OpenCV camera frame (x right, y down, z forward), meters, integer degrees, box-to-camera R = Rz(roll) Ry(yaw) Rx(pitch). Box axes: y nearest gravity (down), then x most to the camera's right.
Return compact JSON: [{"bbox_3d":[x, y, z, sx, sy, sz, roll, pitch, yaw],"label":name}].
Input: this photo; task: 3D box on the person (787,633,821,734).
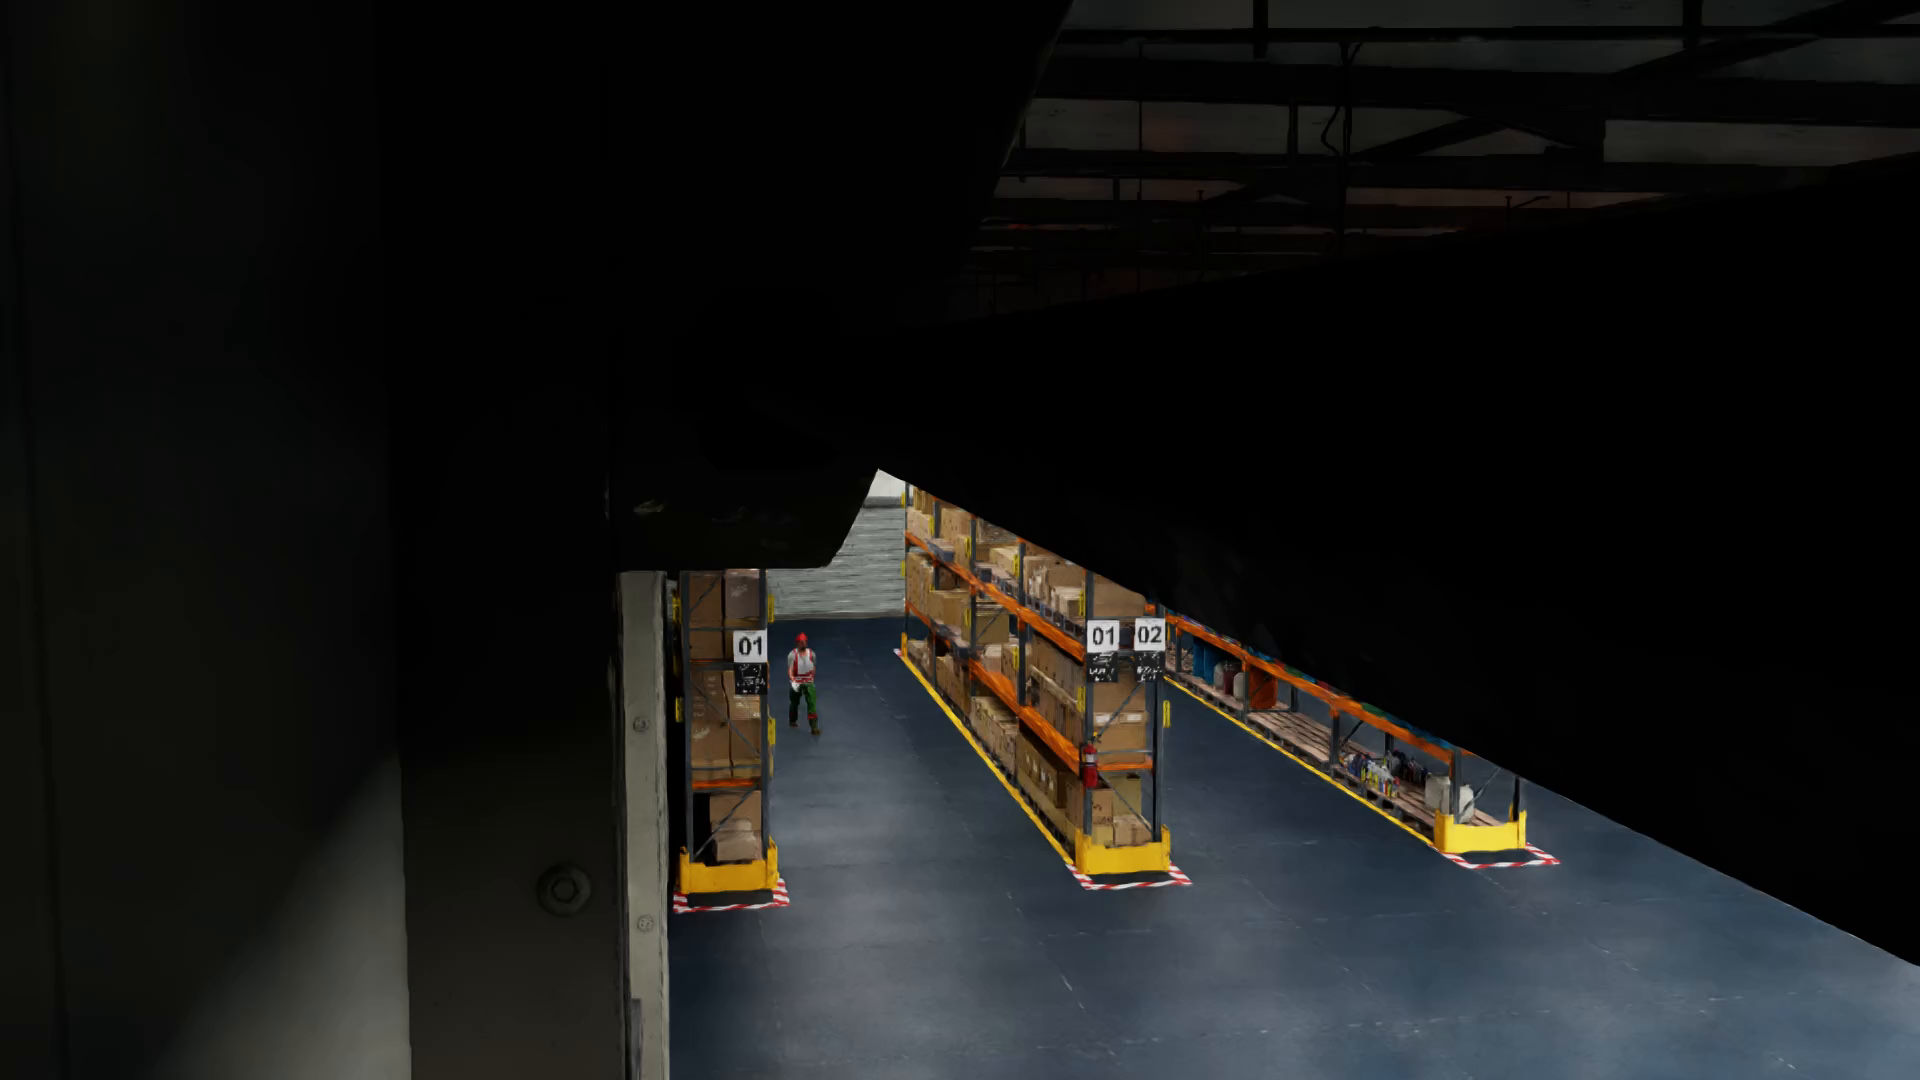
[{"bbox_3d":[-2.739,2.472,28.830,0.528,1.728,1.032,-2,6,-18],"label":"person"}]
